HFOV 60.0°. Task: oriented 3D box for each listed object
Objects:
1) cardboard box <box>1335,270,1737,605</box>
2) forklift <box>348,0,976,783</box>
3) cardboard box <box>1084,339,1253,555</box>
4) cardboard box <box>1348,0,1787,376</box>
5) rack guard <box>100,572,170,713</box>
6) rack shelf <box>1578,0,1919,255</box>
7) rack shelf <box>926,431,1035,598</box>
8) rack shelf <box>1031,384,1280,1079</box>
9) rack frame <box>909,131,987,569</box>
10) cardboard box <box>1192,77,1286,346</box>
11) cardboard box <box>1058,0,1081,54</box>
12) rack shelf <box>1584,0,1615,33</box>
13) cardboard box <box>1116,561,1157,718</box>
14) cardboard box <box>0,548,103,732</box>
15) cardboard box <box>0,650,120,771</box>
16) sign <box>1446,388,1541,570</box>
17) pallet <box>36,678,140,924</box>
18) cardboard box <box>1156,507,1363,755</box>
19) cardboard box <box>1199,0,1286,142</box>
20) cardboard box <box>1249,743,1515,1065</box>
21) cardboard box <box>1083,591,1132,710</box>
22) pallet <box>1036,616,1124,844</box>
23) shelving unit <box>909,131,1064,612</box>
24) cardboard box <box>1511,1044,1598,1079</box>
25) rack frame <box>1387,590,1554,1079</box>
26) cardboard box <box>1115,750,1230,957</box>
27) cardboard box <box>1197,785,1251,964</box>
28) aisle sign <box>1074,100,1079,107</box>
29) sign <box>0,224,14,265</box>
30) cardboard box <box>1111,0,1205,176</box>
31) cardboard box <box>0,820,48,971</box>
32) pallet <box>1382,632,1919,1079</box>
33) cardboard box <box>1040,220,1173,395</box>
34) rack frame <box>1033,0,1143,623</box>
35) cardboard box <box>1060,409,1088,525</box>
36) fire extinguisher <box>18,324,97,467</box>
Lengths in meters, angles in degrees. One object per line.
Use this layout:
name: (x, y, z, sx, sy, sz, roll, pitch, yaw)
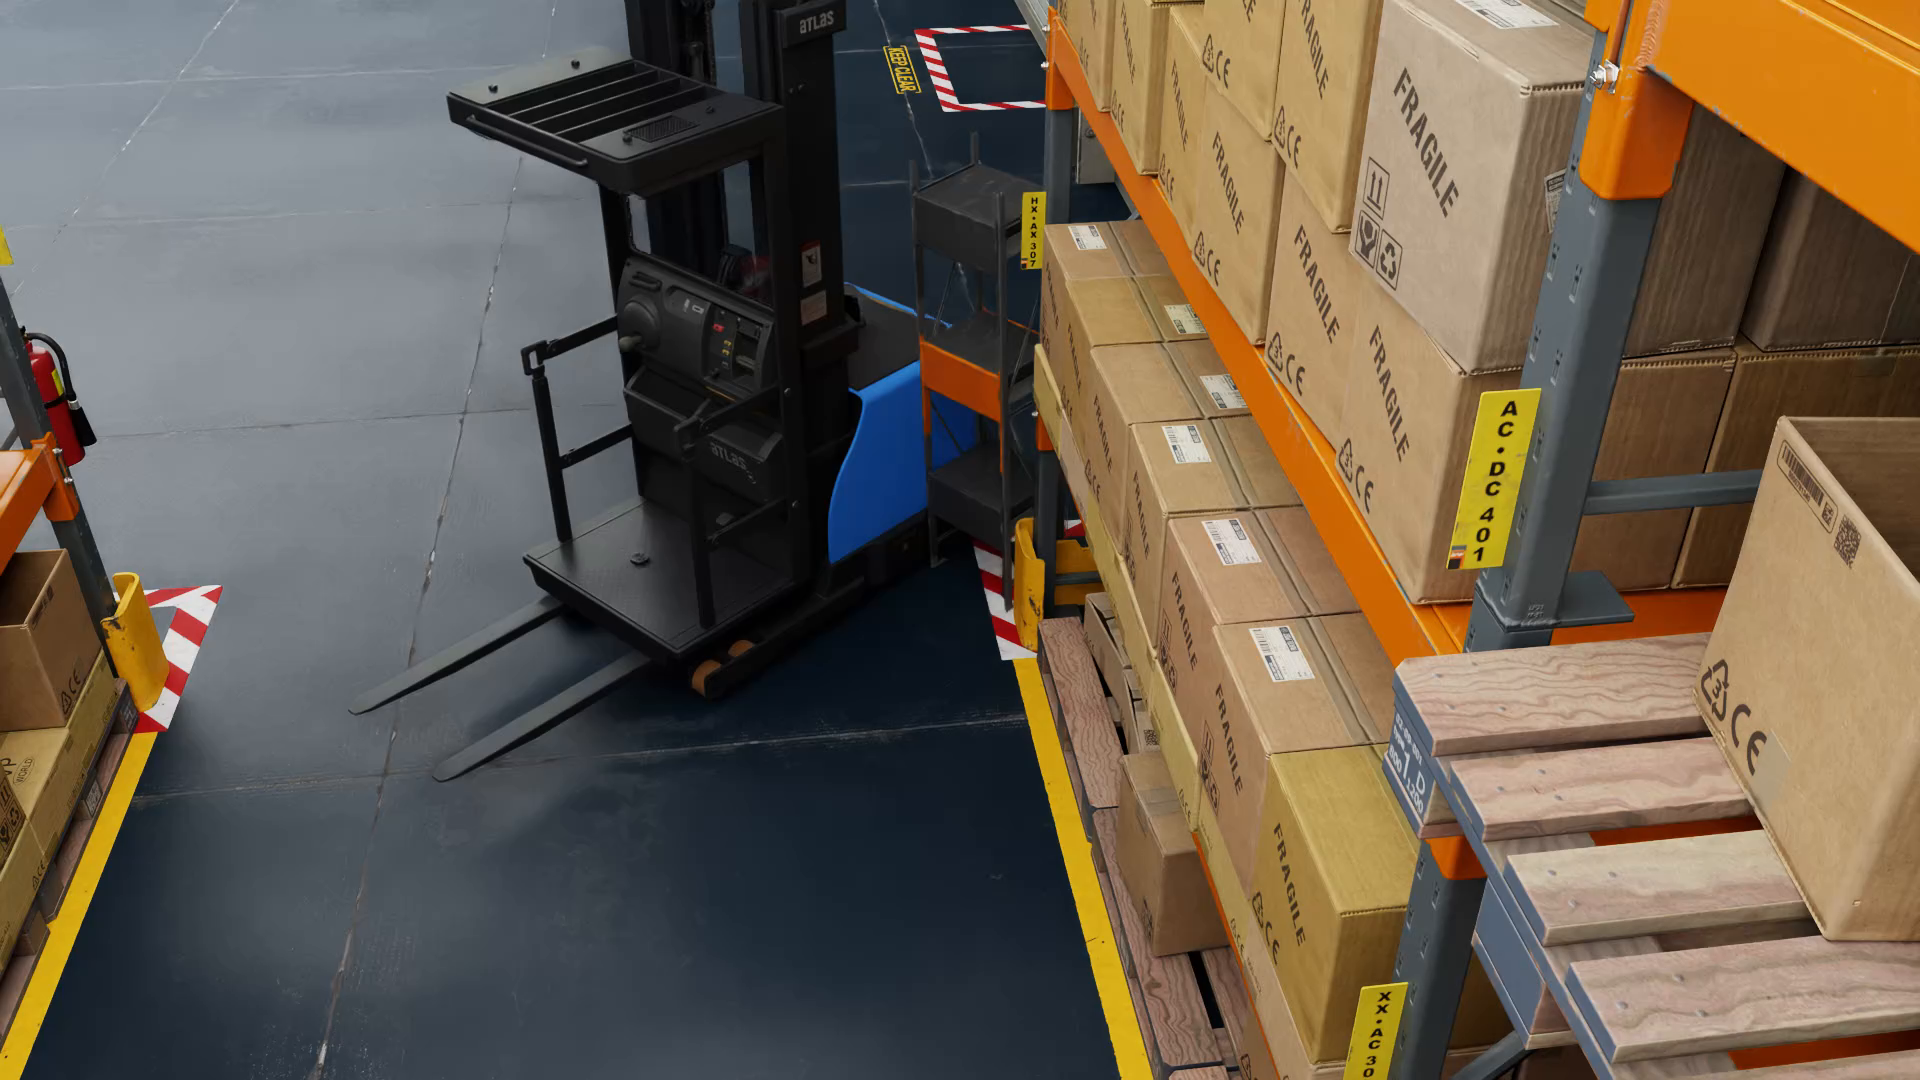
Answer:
cardboard box: (1.058, -0.236, 3.163, 0.500, 0.500, 0.500, -3, 34, -5)
forklift: (-1.265, -0.845, 6.887, 1.130, 2.935, 3.031, 27, 42, 33)
cardboard box: (0.719, -0.316, 5.500, 0.500, 0.500, 0.500, -5, 35, -8)
cardboard box: (1.035, -0.644, 2.873, 0.500, 0.500, 0.500, -7, 35, -10)
rack guard: (-4.078, 0.482, 7.099, 1.175, 0.500, 0.348, -4, 35, -6)
rack shelf: (1.640, 0.417, 0.641, 1.077, 0.370, 4.000, -4, 35, -6)
rack shelf: (0.167, -0.124, 7.807, 0.480, 0.518, 0.431, 29, 47, 35)
rack shelf: (1.102, 0.499, 5.493, 1.077, 0.370, 4.000, -4, 35, -6)
rack frame: (-0.032, -0.791, 7.517, 0.015, 2.100, 0.400, 29, 47, 35)
cardboard box: (0.891, -0.824, 4.026, 0.500, 0.500, 0.500, -6, 35, -8)
cardboard box: (0.630, -1.998, 5.748, 0.500, 0.500, 0.500, -4, 34, -5)
rack shelf: (1.102, -1.979, 3.805, 1.077, 0.370, 4.000, -4, 35, -6)
cardboard box: (0.796, 0.291, 5.275, 0.500, 0.250, 0.500, -4, 34, -6)
cardboard box: (-3.708, 0.392, 6.414, 0.500, 0.500, 0.500, -4, 35, -6)
cardboard box: (-3.710, 0.702, 6.625, 0.500, 0.250, 0.500, -4, 35, -6)
sign: (0.834, -0.090, 2.596, 0.100, 0.325, 0.005, -4, 35, -6)
pallet: (-3.931, 1.038, 6.539, 1.003, 0.211, 1.213, -4, 35, -6)
cardboard box: (0.871, 0.261, 4.653, 0.500, 0.500, 0.500, -5, 35, -8)
cardboard box: (0.870, -1.240, 3.747, 0.500, 0.500, 0.500, -6, 35, -8)
cardboard box: (1.001, 0.821, 3.831, 0.500, 0.500, 0.500, -4, 35, -6)
cardboard box: (0.837, 0.408, 6.985, 0.500, 0.311, 0.500, -8, 35, -12)
pallet: (0.917, 0.736, 6.982, 1.003, 0.211, 1.213, -4, 35, -6)
shelving unit: (0.144, -0.694, 7.378, 0.503, 2.100, 0.431, 29, 47, 35)
cardboard box: (1.520, 1.093, 4.098, 0.500, 0.250, 0.500, -4, 34, -6)
rack frame: (1.371, 1.317, 3.653, 1.000, 3.000, 0.127, -4, 35, -6)
cardboard box: (0.963, 1.061, 5.859, 0.700, 0.500, 0.500, -6, 35, -9)
cardboard box: (0.948, 0.851, 4.453, 0.500, 0.250, 0.500, -4, 35, -6)
aisle sign: (0.526, -2.006, 6.222, 0.394, 0.787, 0.004, -4, 35, -6)
sign: (-3.536, -1.147, 6.031, 0.100, 0.325, 0.005, -4, 35, -6)
cardboard box: (0.741, -1.406, 4.880, 0.500, 0.500, 0.500, -3, 34, -4)
cardboard box: (-3.562, 1.259, 5.807, 0.500, 0.250, 0.500, -4, 35, -6)
pallet: (1.348, 0.508, 2.344, 1.213, 0.211, 1.003, -4, 35, -6)
cardboard box: (0.599, -0.882, 6.330, 0.500, 0.500, 0.500, -4, 35, -6)
rack frame: (0.833, -0.915, 6.929, 1.000, 3.000, 0.127, -4, 35, -6)
cardboard box: (0.668, -0.276, 6.107, 0.500, 0.250, 0.500, -5, 35, -8)
fire extinguisher: (-3.631, -0.607, 6.545, 0.296, 0.674, 0.183, -4, 35, -6)
